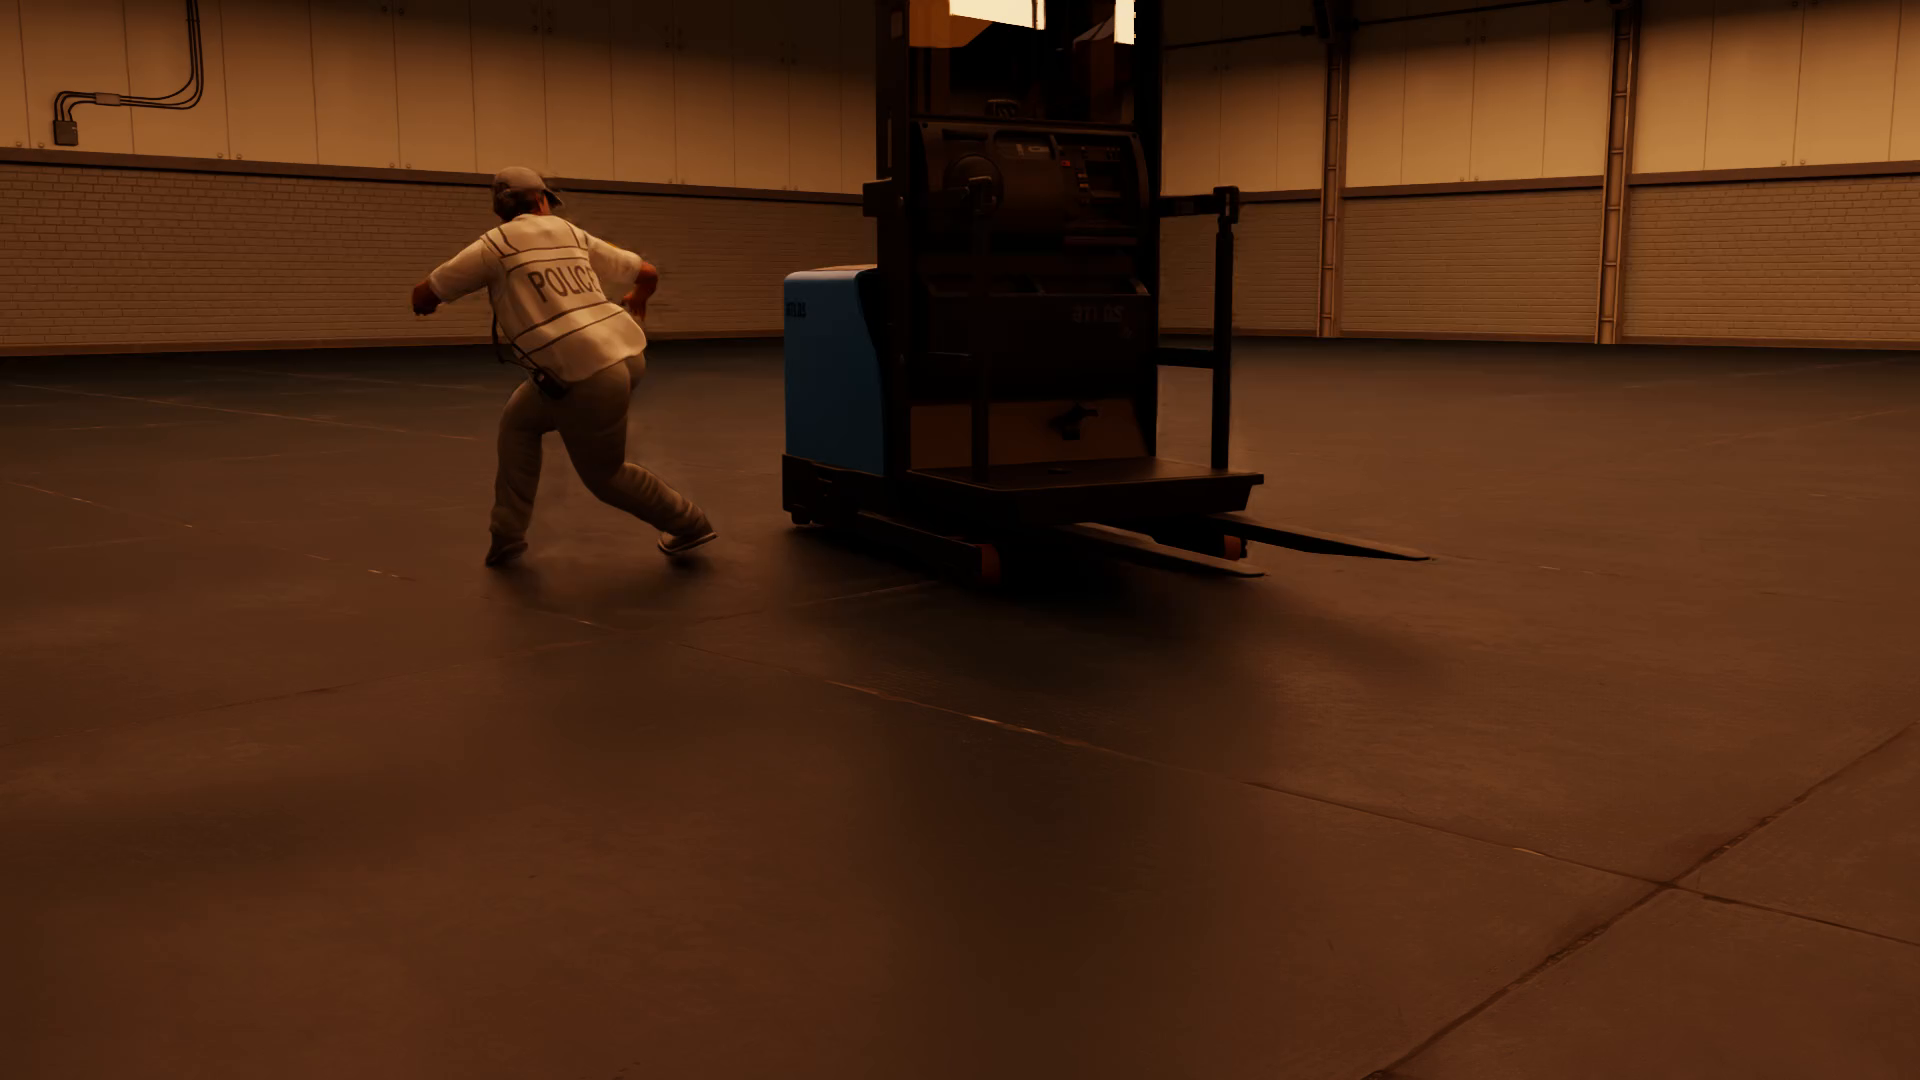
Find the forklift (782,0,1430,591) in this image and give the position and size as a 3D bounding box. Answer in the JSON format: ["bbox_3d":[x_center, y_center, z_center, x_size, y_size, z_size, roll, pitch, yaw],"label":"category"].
[{"bbox_3d":[0.379,-1.354,5.865,1.130,2.935,3.031,-5,10,-28],"label":"forklift"}]

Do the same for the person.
[{"bbox_3d":[-1.466,-0.612,6.035,0.981,1.442,0.899,4,9,25],"label":"person"}]
